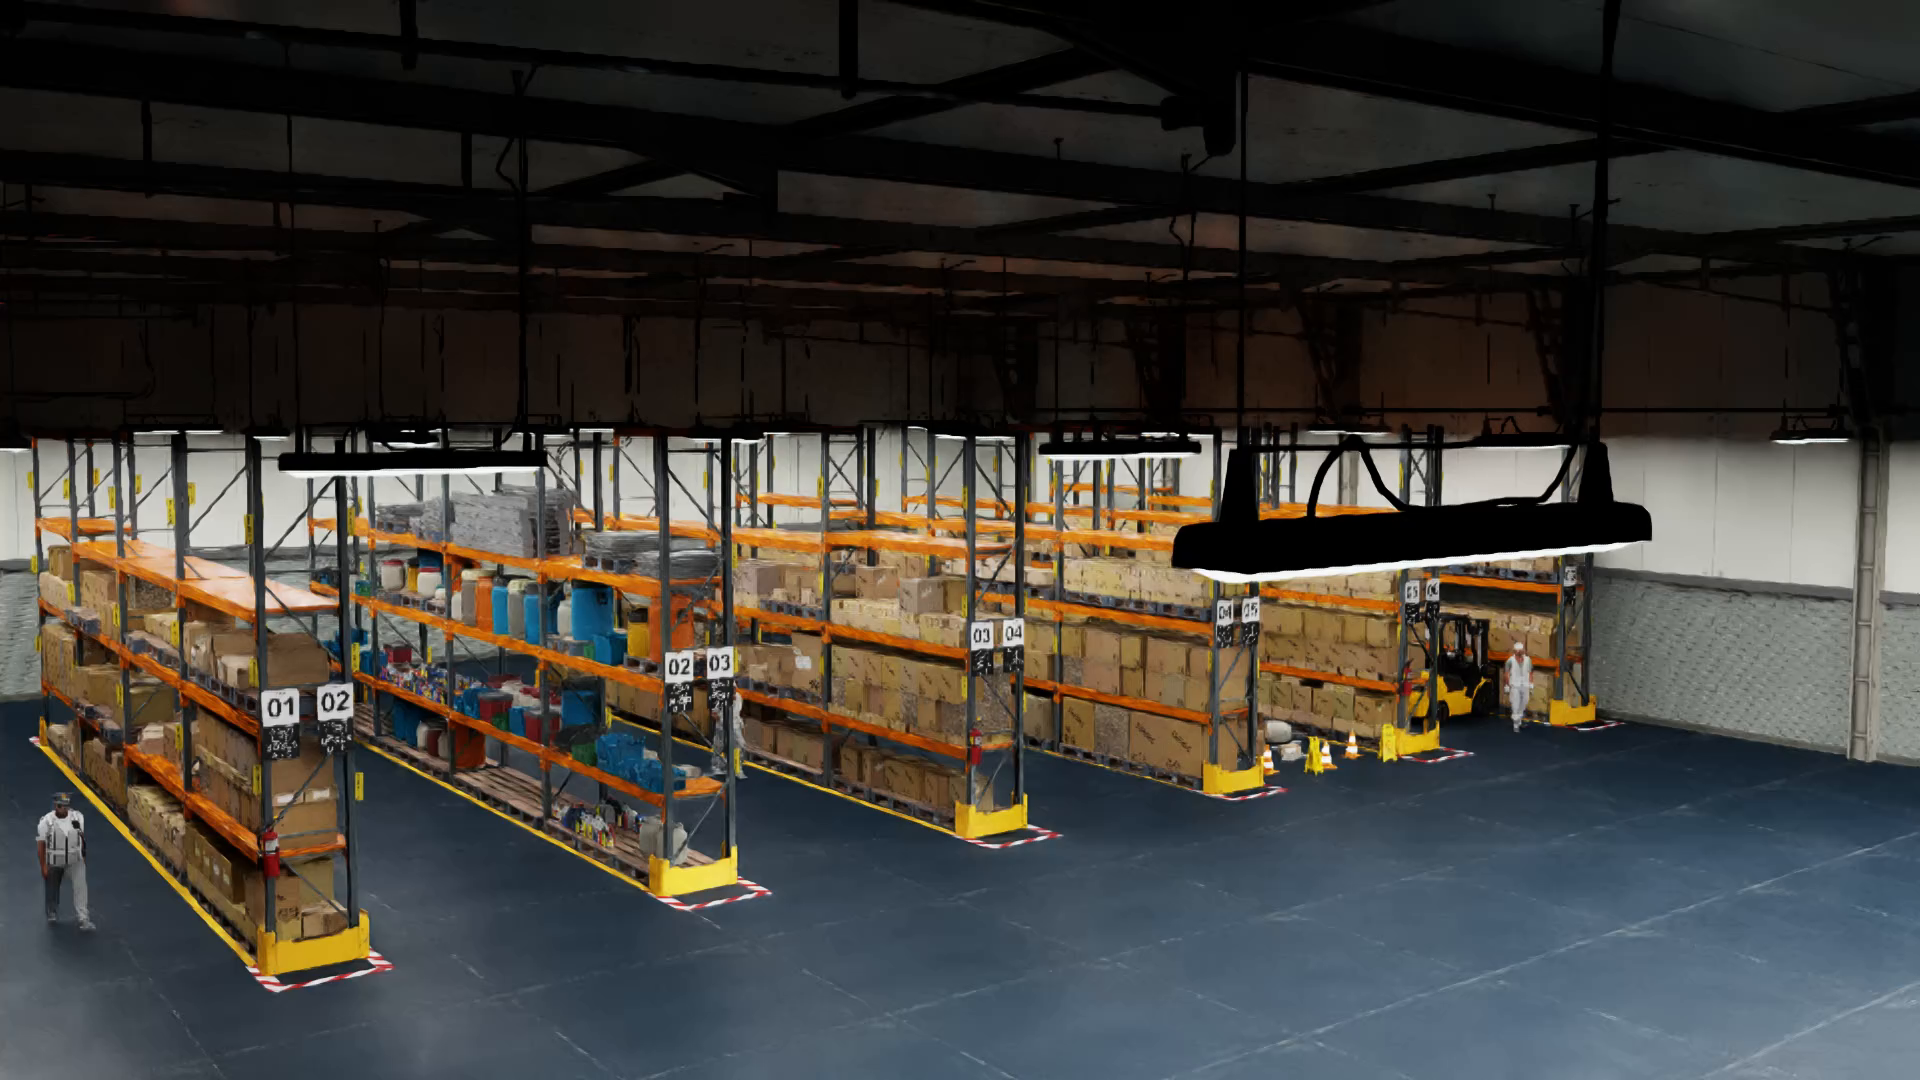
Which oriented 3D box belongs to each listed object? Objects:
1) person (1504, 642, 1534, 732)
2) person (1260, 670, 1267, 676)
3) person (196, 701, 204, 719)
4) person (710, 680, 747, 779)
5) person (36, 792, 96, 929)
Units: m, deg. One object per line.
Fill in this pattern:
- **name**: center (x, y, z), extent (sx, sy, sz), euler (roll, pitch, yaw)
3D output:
- **person**: center (11.022, 2.877, 32.809), extent (0.575, 1.774, 0.574), euler (0, 4, -1)
- **person**: center (6.520, 2.637, 36.425), extent (0.556, 1.653, 0.598), euler (0, 4, -5)
- **person**: center (-13.993, 3.060, 30.560), extent (0.491, 1.731, 0.588), euler (-1, 5, -7)
- **person**: center (-3.971, 3.223, 28.623), extent (0.721, 1.715, 0.843), euler (-3, 5, -32)
- **person**: center (-10.923, 3.879, 20.250), extent (0.547, 1.670, 1.098), euler (-4, 6, -39)
